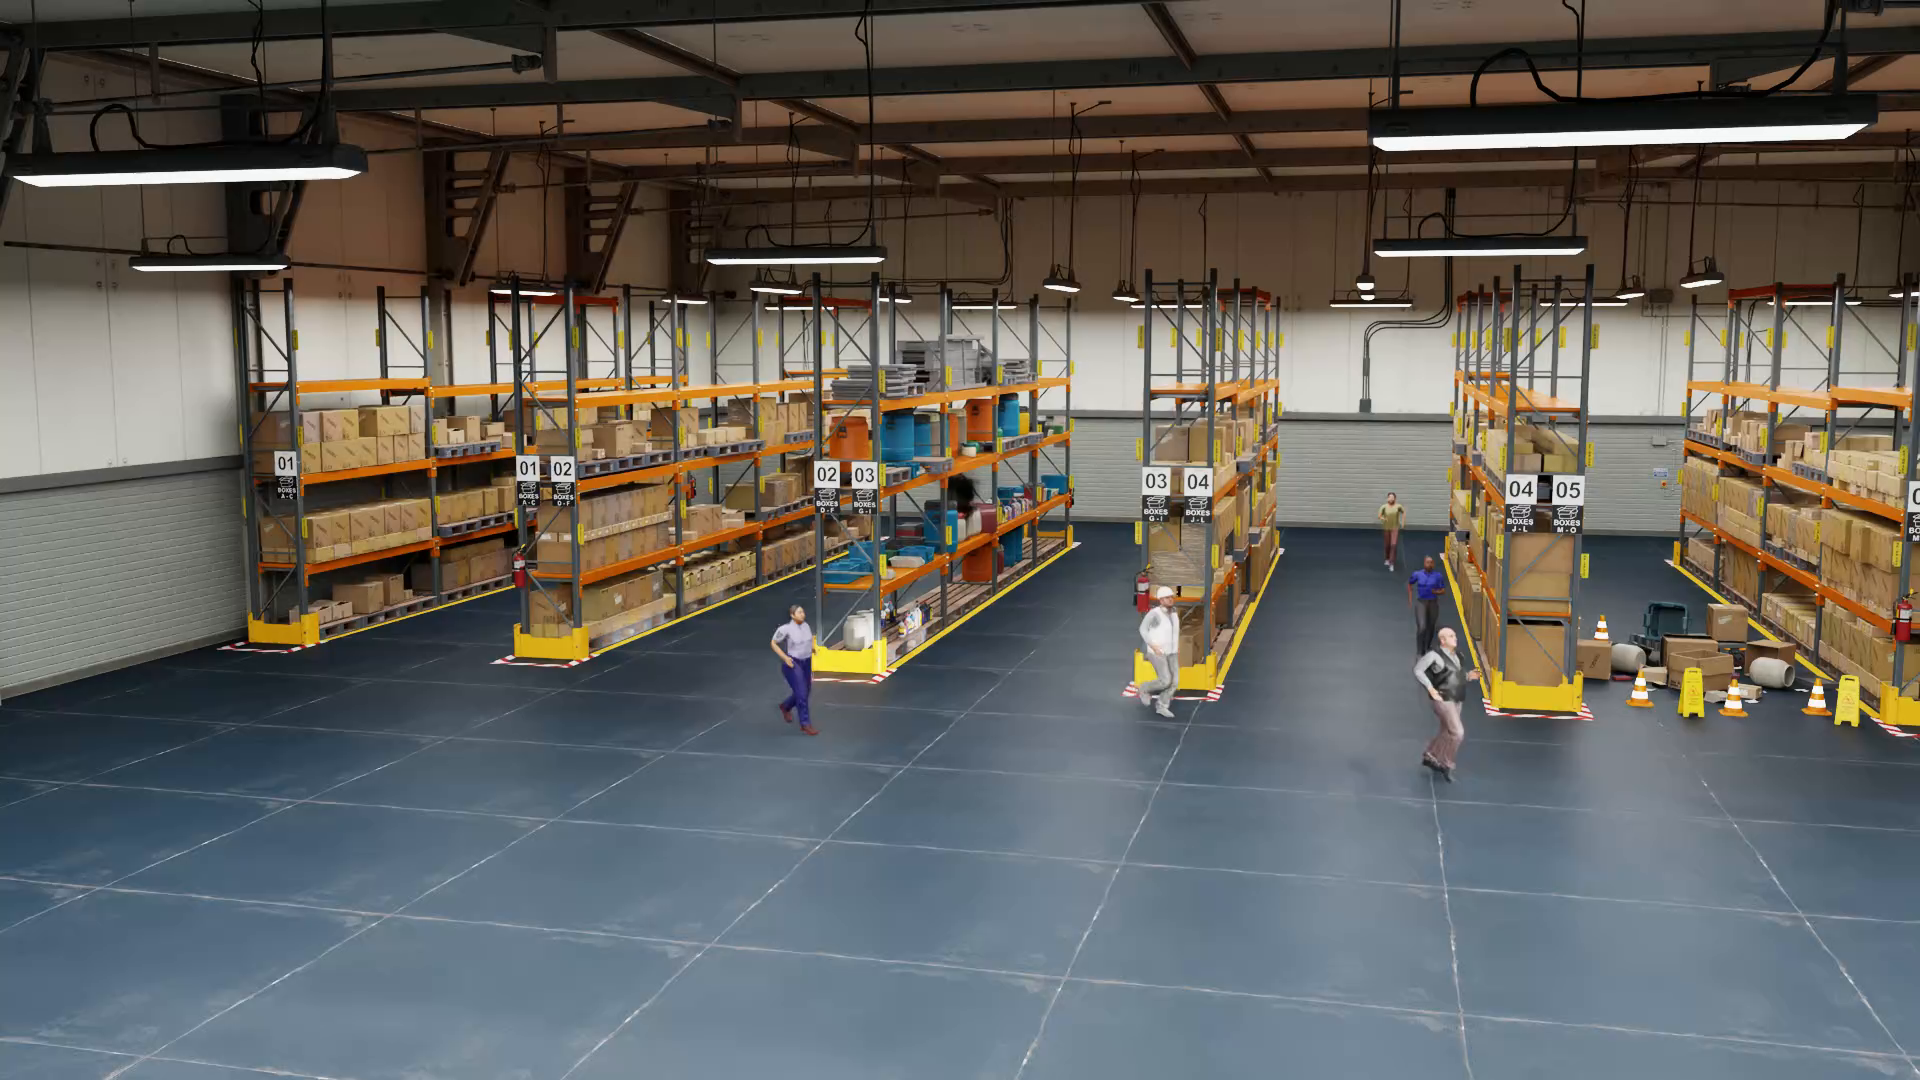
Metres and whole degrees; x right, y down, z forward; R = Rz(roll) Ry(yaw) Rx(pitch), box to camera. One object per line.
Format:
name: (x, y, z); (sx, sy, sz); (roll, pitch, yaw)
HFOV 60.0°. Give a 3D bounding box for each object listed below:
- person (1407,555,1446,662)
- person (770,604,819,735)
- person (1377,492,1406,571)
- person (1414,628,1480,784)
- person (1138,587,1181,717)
person: (7.258, 1.094, 25.879); (0.546, 1.706, 0.755); (1, 7, 4)
person: (-2.102, 1.641, 21.336); (0.807, 1.630, 0.611); (6, 9, 39)
person: (9.464, -0.201, 36.518); (0.589, 1.714, 0.830); (2, 7, 17)
person: (5.576, 1.887, 18.995); (0.637, 1.773, 0.715); (-6, 9, -39)
person: (2.681, 1.488, 22.298); (0.680, 1.755, 0.556); (-5, 9, -38)
